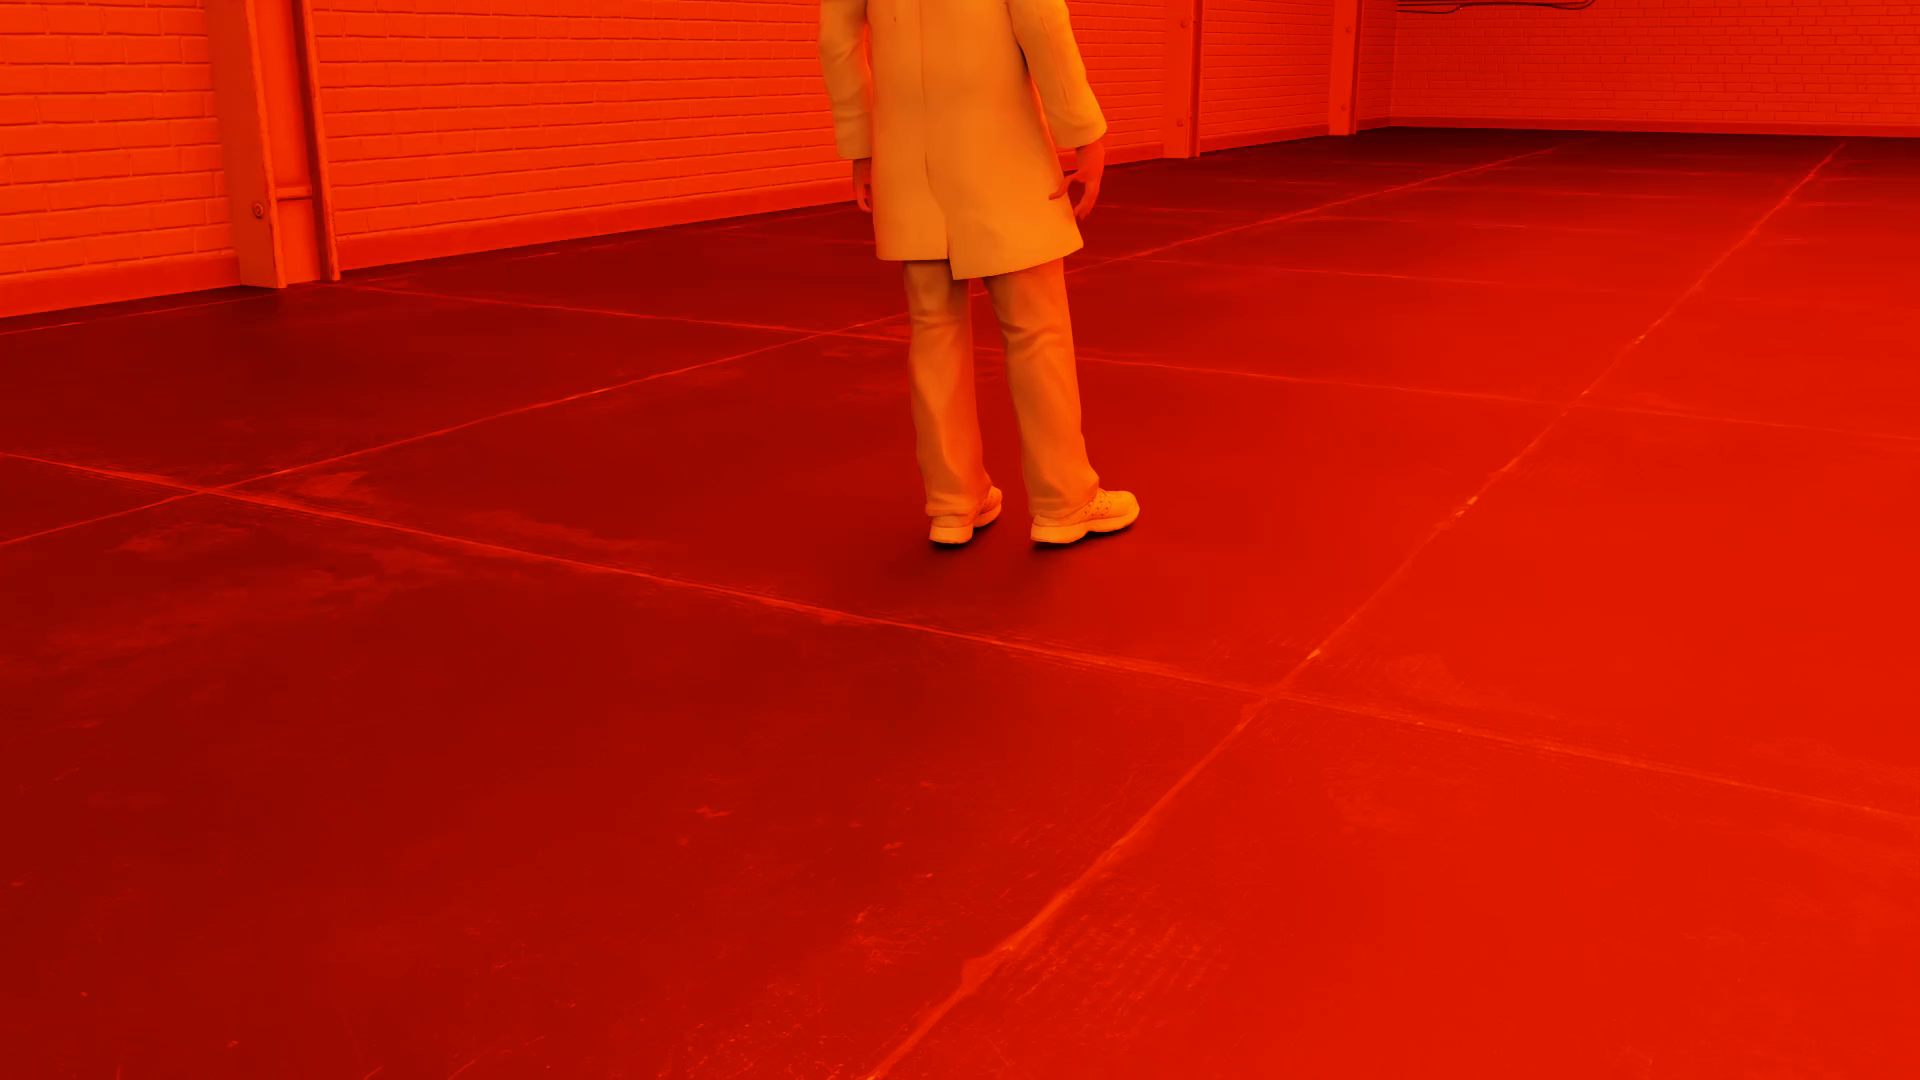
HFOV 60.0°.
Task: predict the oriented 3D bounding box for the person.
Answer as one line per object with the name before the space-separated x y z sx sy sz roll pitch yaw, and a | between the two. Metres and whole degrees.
person | 0.049 -0.881 3.861 0.696 1.776 0.581 9 19 28
